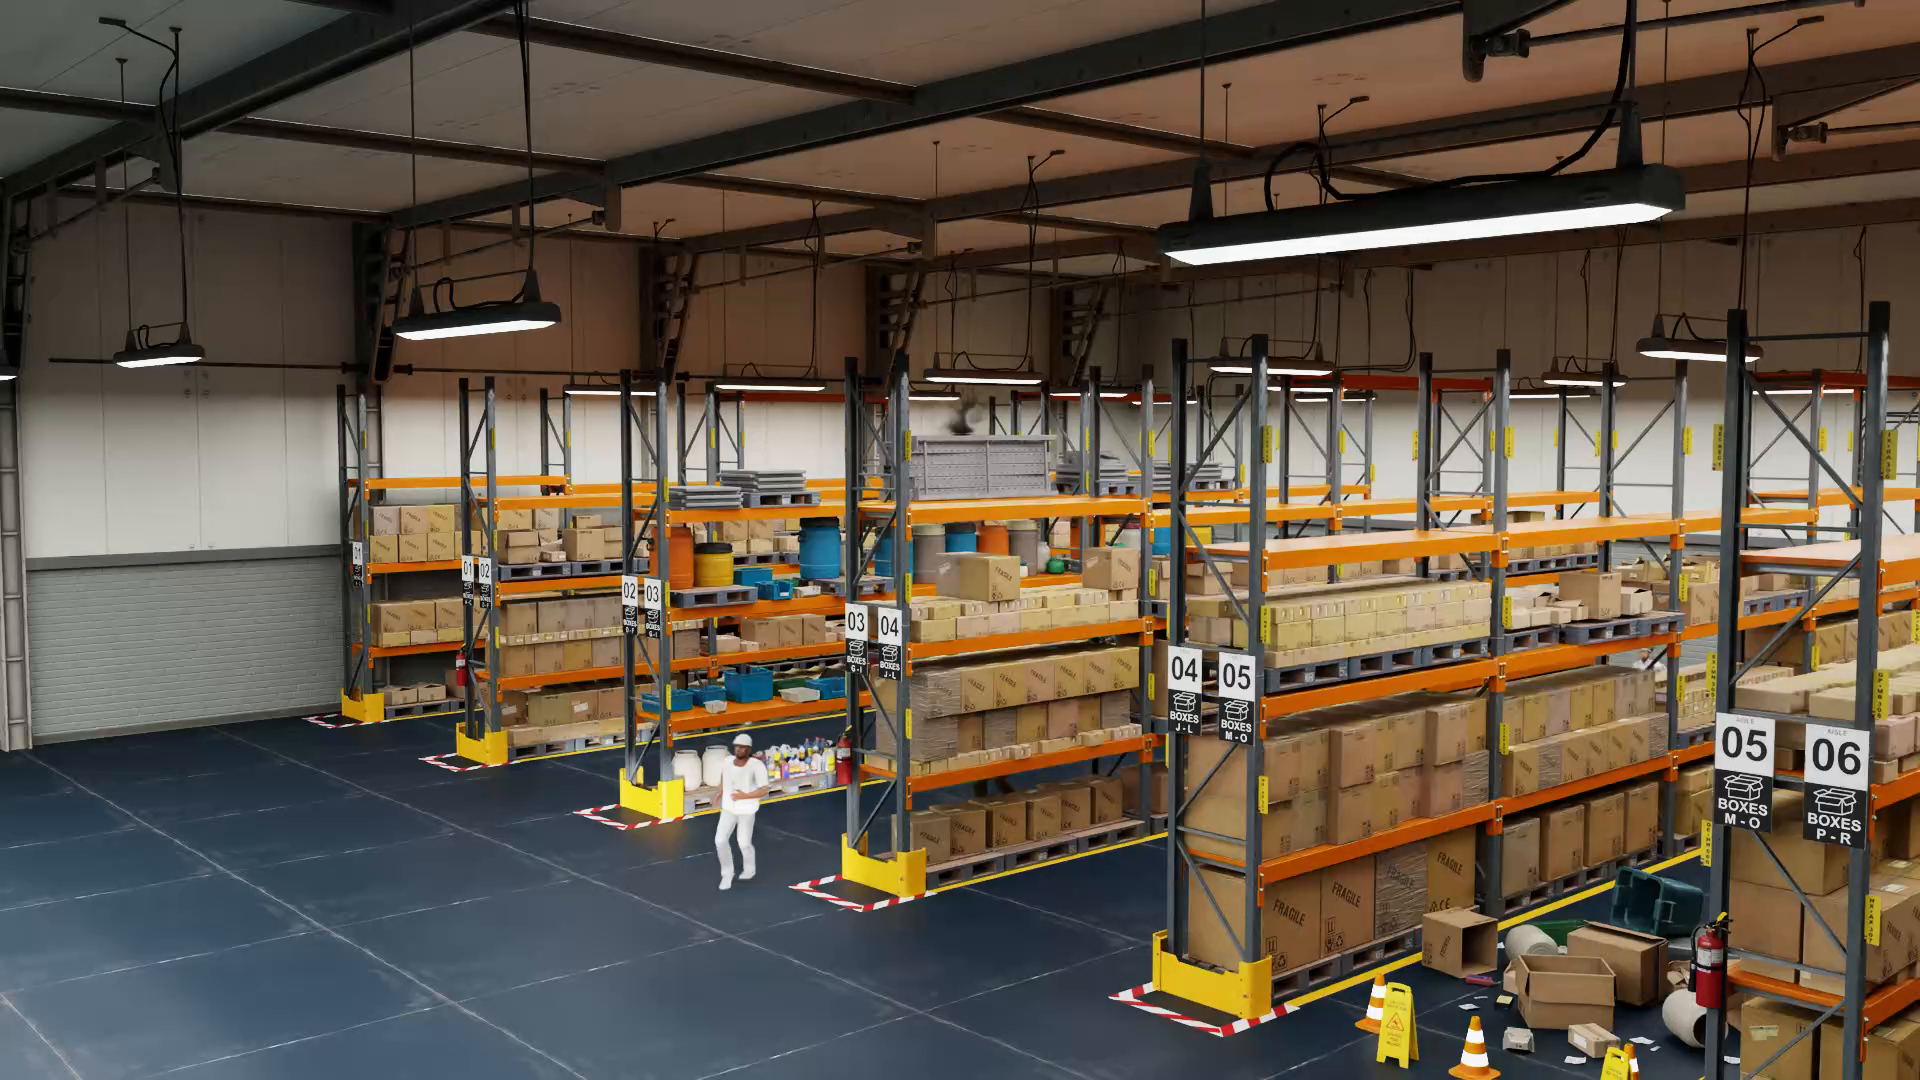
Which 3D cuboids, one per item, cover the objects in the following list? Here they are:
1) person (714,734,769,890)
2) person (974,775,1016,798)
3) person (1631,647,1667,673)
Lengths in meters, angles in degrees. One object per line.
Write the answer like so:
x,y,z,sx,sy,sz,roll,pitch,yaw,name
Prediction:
-2.468,3.081,18.823,0.692,1.814,0.692,1,4,19,person
0.462,2.831,21.913,0.877,1.822,0.694,-3,5,-43,person
11.310,2.534,27.410,0.566,1.648,0.610,-3,5,-39,person
